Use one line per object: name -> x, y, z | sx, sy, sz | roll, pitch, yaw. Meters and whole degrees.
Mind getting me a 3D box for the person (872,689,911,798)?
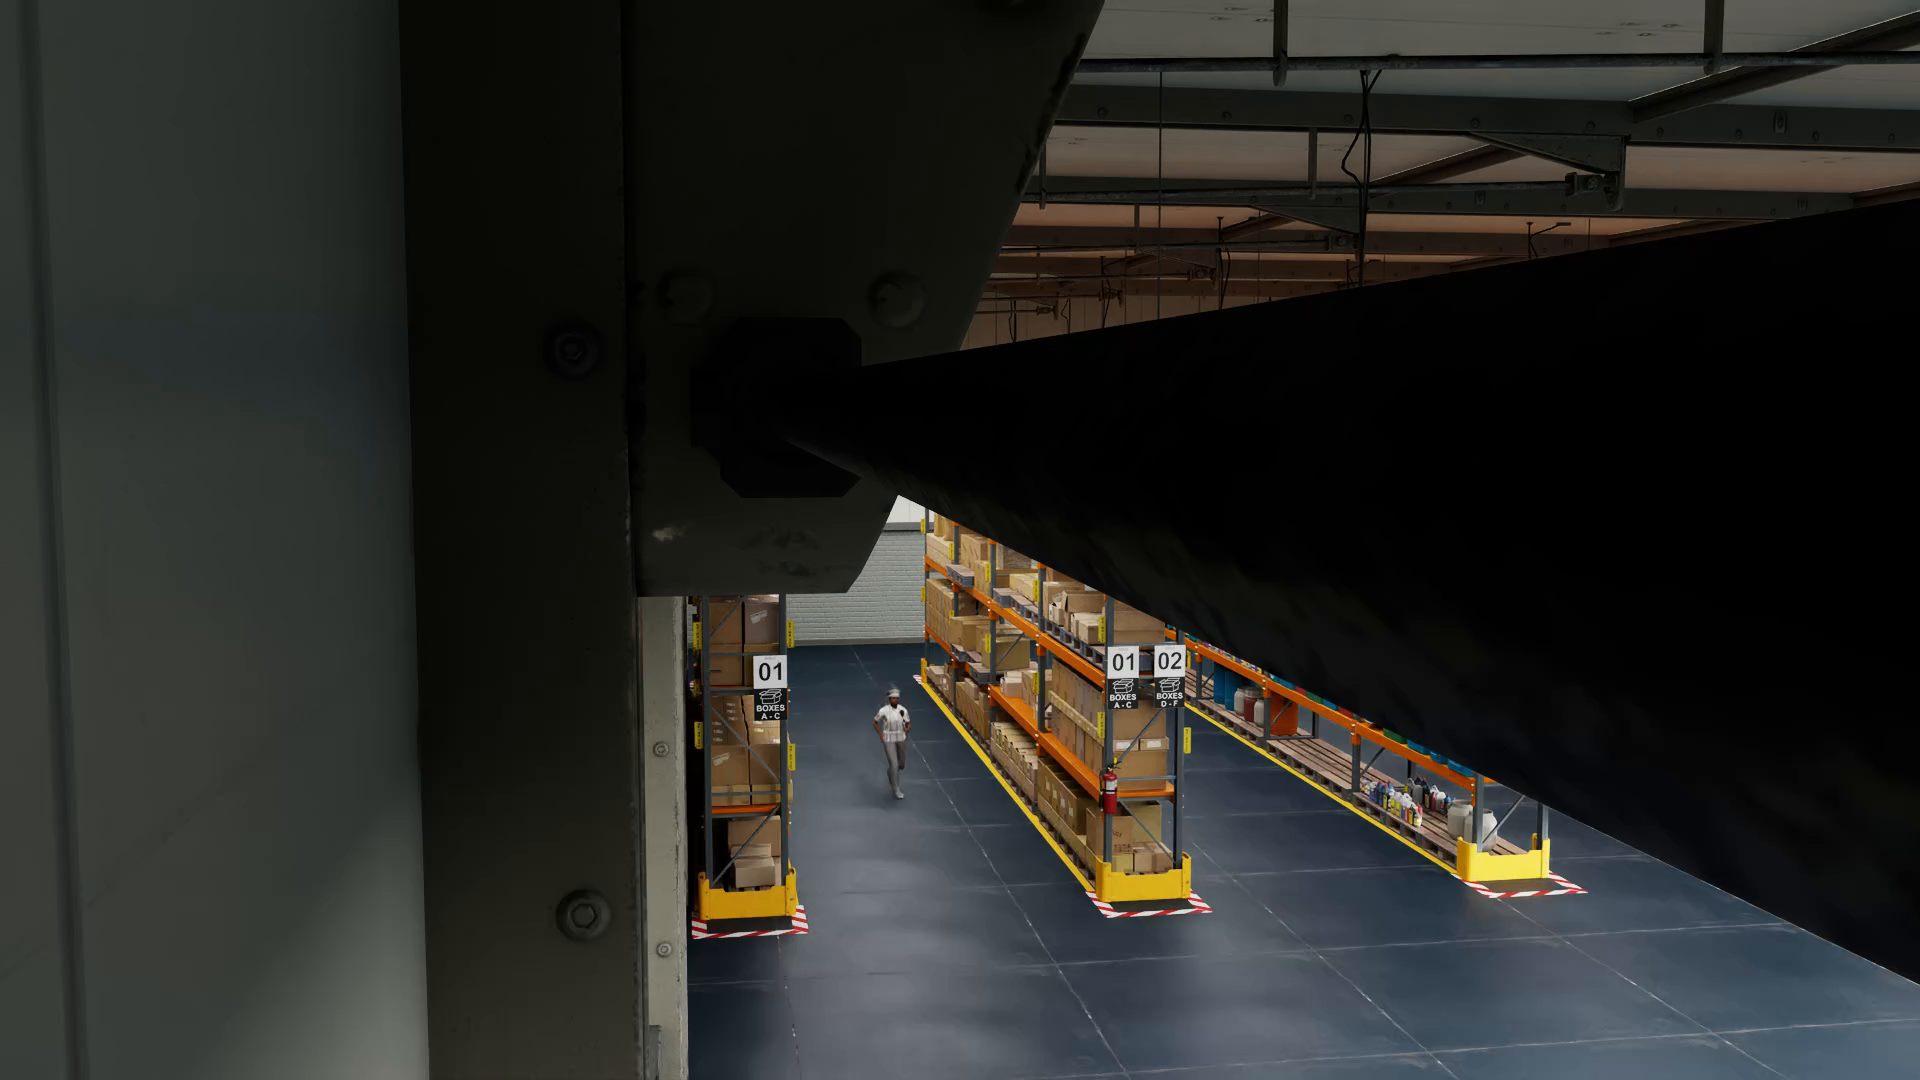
person -> -1.054, 3.173, 26.289 | 0.587, 1.672, 0.878 | -2, 5, -24
